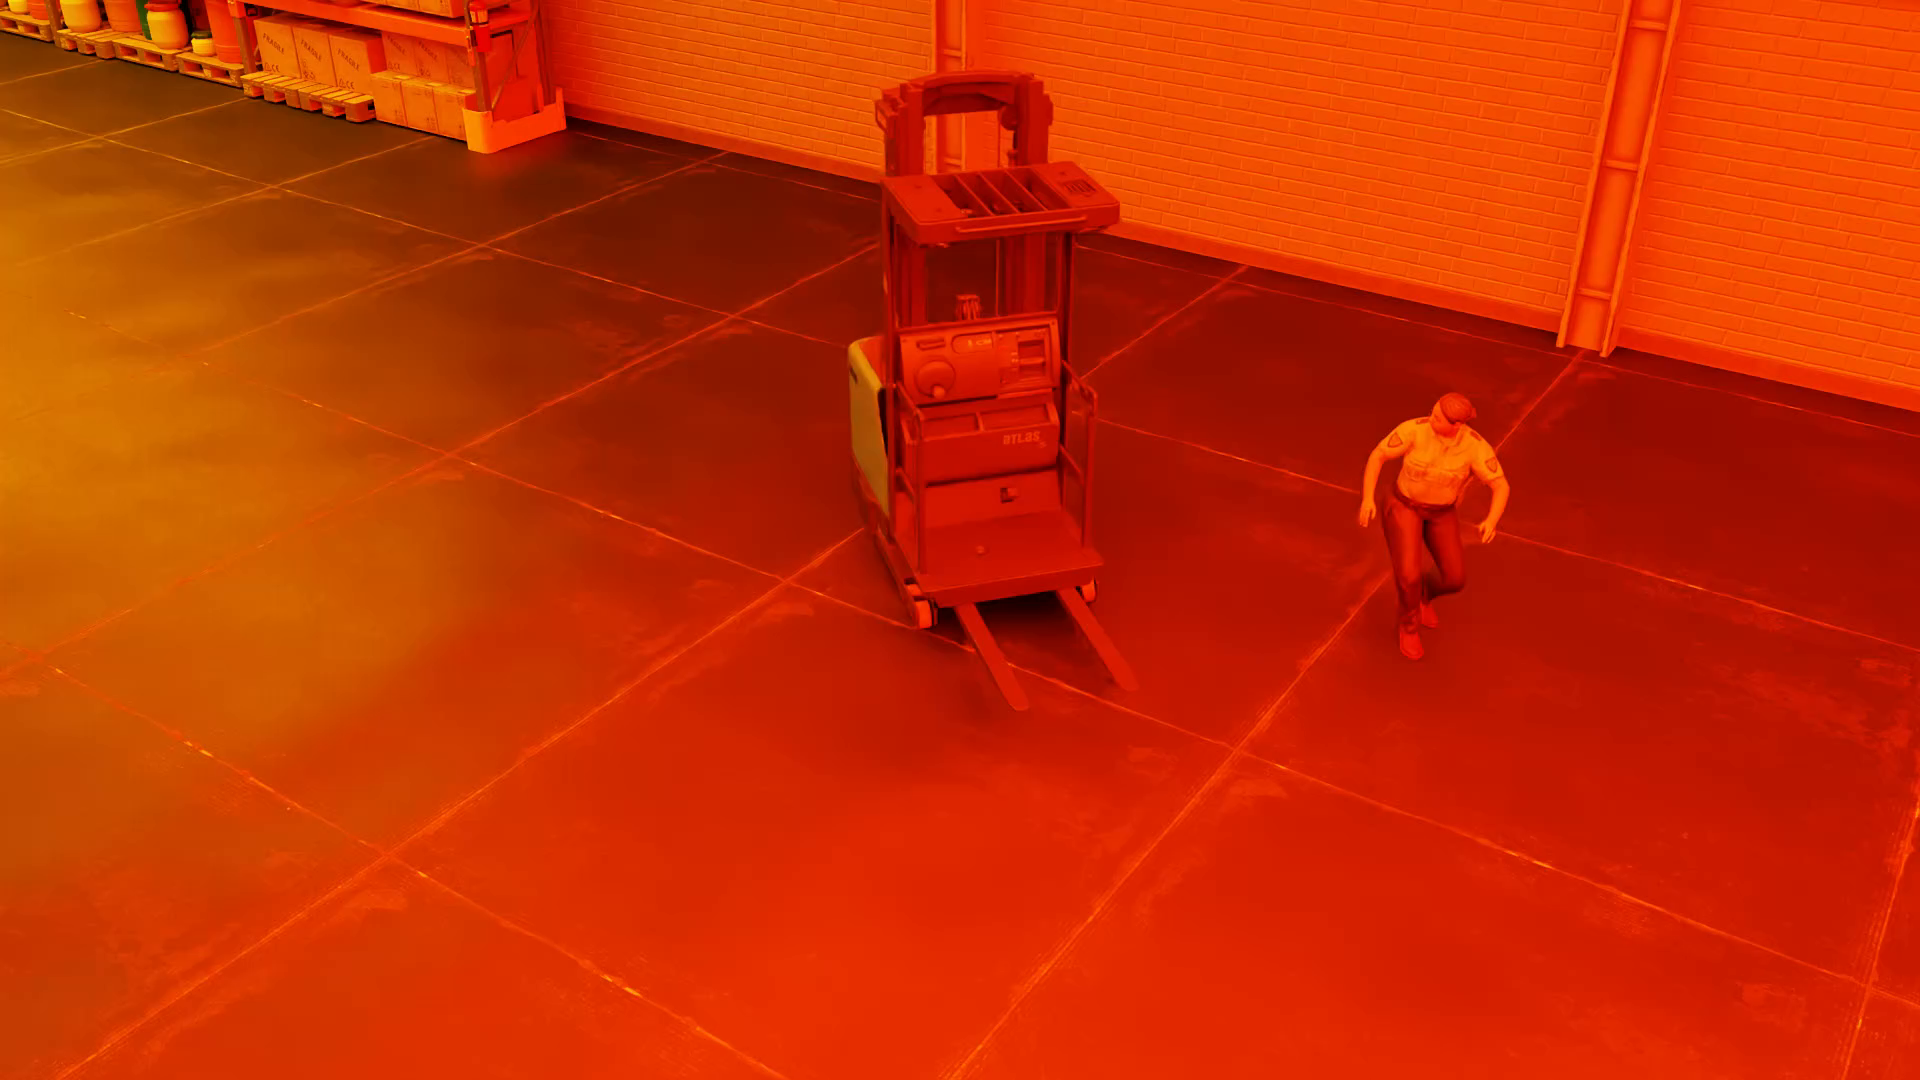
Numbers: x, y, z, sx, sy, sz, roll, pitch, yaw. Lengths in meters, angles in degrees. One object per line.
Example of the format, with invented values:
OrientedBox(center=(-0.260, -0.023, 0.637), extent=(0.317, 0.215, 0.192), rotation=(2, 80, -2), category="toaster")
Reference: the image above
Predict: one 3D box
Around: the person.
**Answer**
OrientedBox(center=(2.570, -0.085, 9.117), extent=(0.779, 1.539, 0.720), rotation=(0, 30, 1), category="person")

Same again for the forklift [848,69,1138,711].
OrientedBox(center=(0.181, -0.974, 9.258), extent=(1.130, 2.935, 3.031), rotation=(-8, 31, -14), category="forklift")
